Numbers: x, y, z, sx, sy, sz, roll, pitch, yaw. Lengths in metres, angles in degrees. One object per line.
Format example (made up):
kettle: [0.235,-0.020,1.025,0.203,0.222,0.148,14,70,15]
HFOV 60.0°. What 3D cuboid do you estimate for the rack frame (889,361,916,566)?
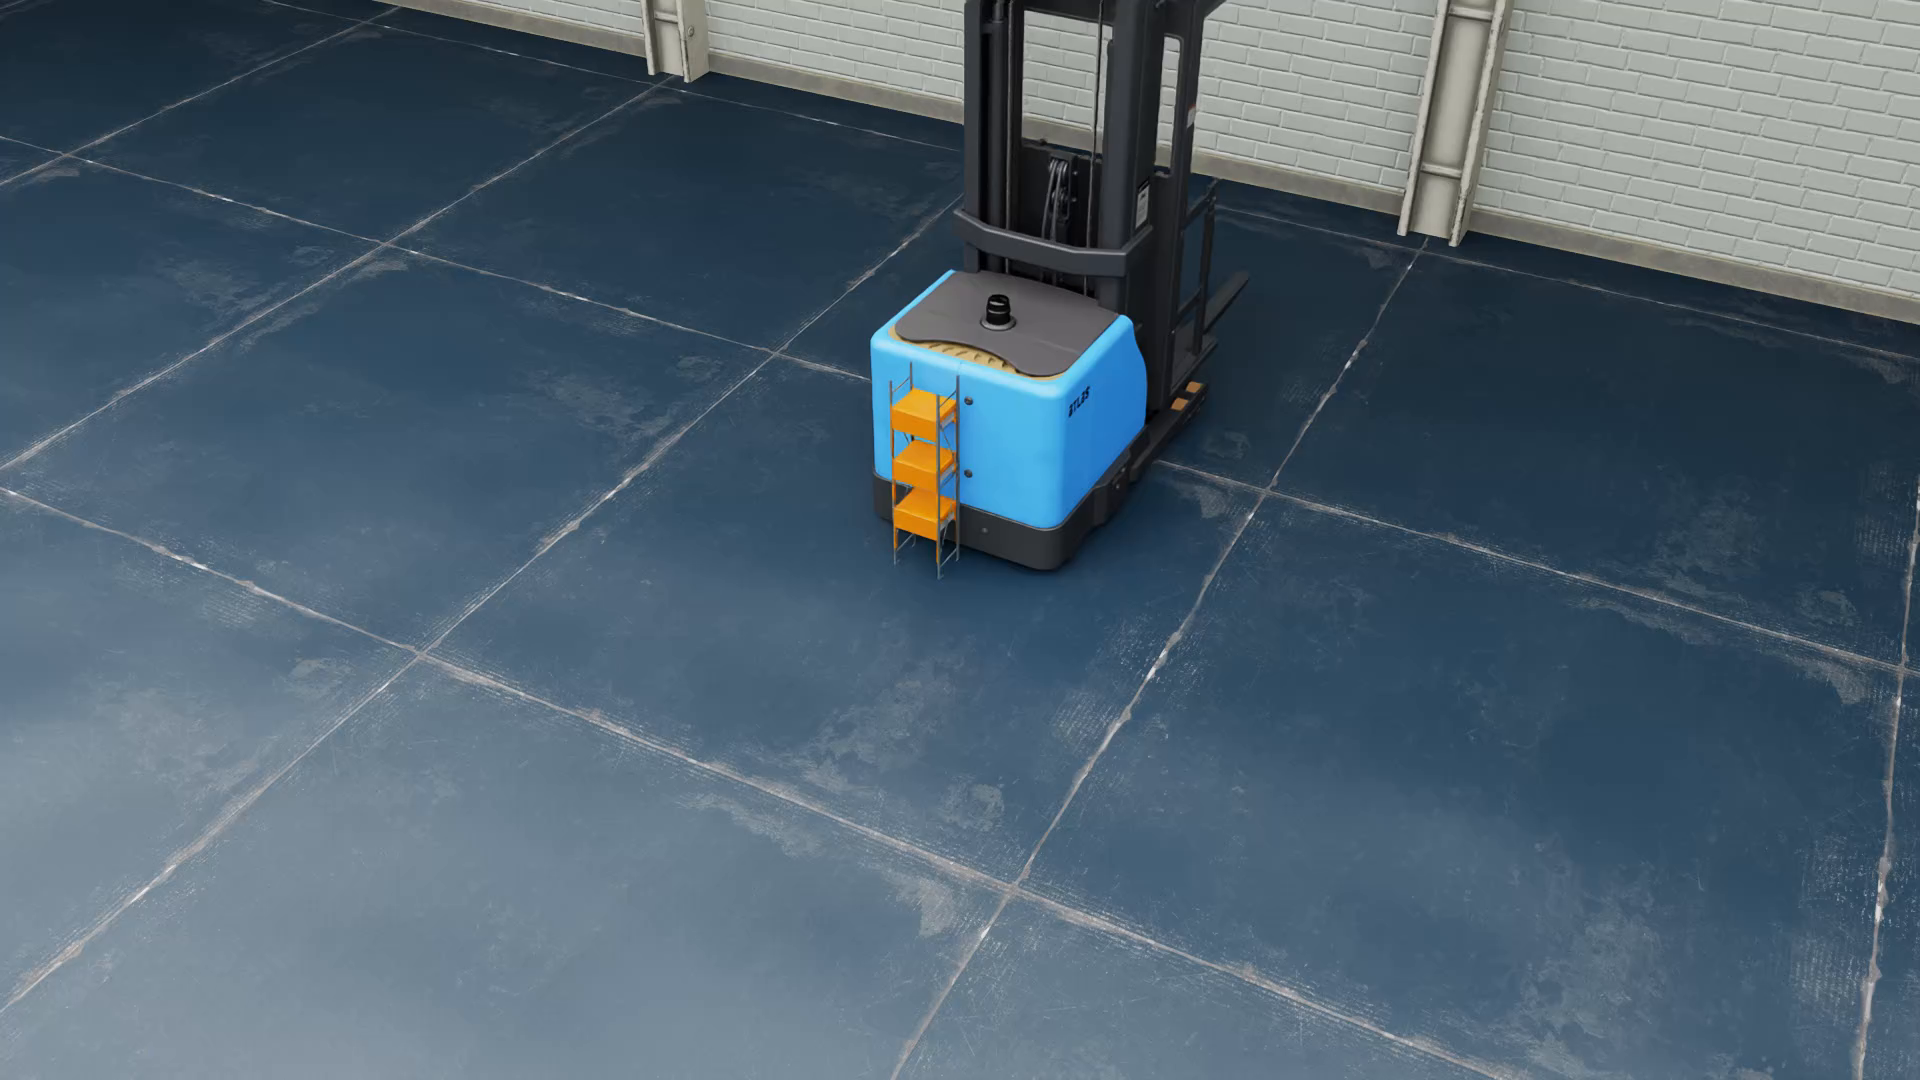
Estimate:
rack frame: [-0.268,-0.347,7.859,0.008,1.050,0.200,19,41,23]

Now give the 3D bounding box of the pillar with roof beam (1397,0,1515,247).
pillar with roof beam: [1.134,-3.308,5.185,0.400,9.000,9.100,17,41,21]

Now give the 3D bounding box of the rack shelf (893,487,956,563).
rack shelf: [-0.161,-0.081,7.986,0.240,0.259,0.215,19,41,23]

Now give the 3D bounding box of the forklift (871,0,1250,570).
forklift: [0.721,-1.897,8.345,1.130,2.935,3.031,19,41,23]

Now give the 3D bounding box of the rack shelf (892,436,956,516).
rack shelf: [-0.161,-0.303,7.818,0.240,0.259,0.215,19,41,23]

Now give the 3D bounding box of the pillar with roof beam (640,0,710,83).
pillar with roof beam: [-4.194,-4.977,7.383,0.400,9.000,9.100,17,41,21]

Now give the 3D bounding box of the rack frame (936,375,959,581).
rack frame: [-0.055,-0.275,7.764,0.008,1.050,0.200,19,41,23]

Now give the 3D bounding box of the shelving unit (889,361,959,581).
shelving unit: [-0.161,-0.311,7.811,0.252,1.050,0.215,19,41,23]

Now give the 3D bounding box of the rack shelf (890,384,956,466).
rack shelf: [-0.161,-0.529,7.646,0.240,0.259,0.215,19,41,23]
